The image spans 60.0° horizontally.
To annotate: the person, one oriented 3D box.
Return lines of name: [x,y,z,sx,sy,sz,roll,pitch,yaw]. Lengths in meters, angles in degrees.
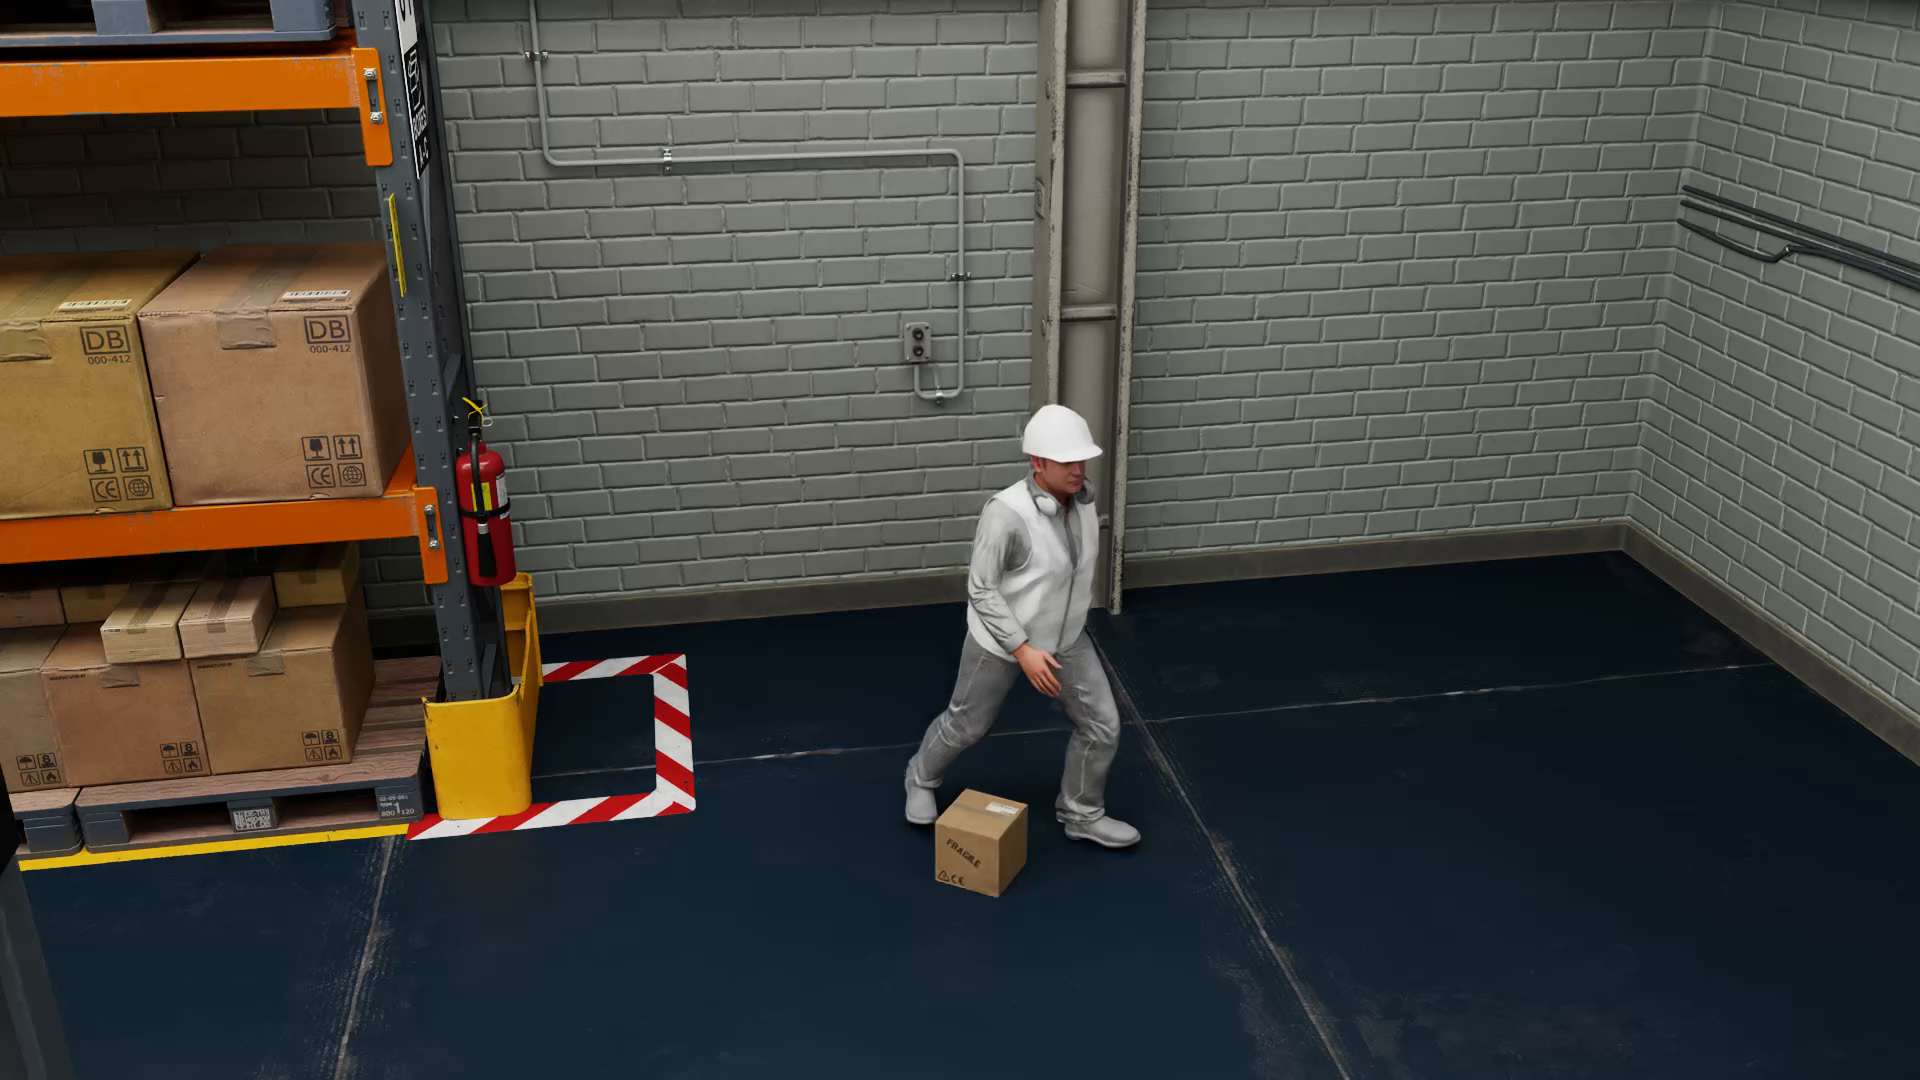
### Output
person: [0.193,0.296,5.909,0.649,1.713,0.848,-18,29,-36]
